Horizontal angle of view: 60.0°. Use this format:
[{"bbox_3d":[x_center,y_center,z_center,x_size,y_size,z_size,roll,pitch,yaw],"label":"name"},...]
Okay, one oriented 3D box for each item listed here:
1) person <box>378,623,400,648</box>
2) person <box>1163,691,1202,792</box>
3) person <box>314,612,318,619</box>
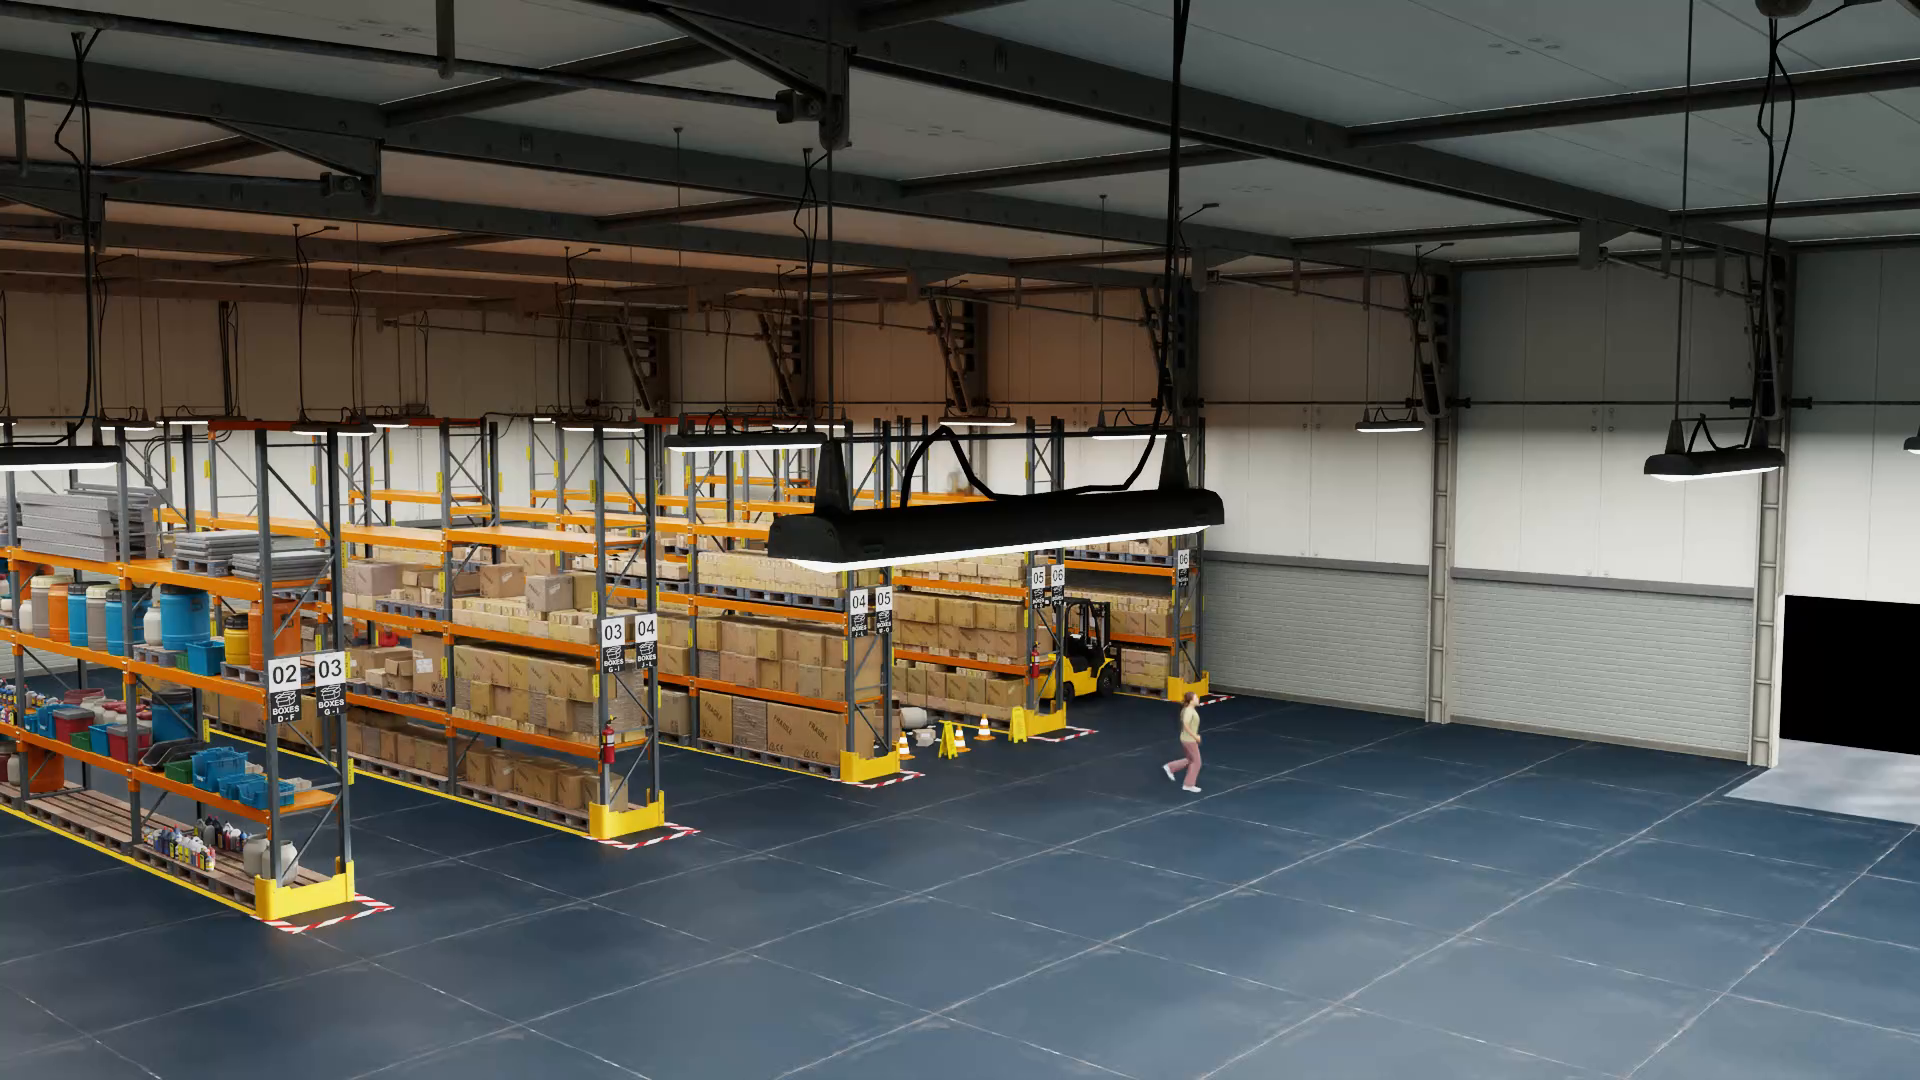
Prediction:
[{"bbox_3d":[-12.022,2.583,34.878,0.968,1.743,0.672,5,7,44],"label":"person"},{"bbox_3d":[3.624,3.273,27.080,0.626,1.652,0.586,0,5,3],"label":"person"},{"bbox_3d":[-14.775,2.351,38.354,0.641,1.637,0.501,1,5,14],"label":"person"}]
